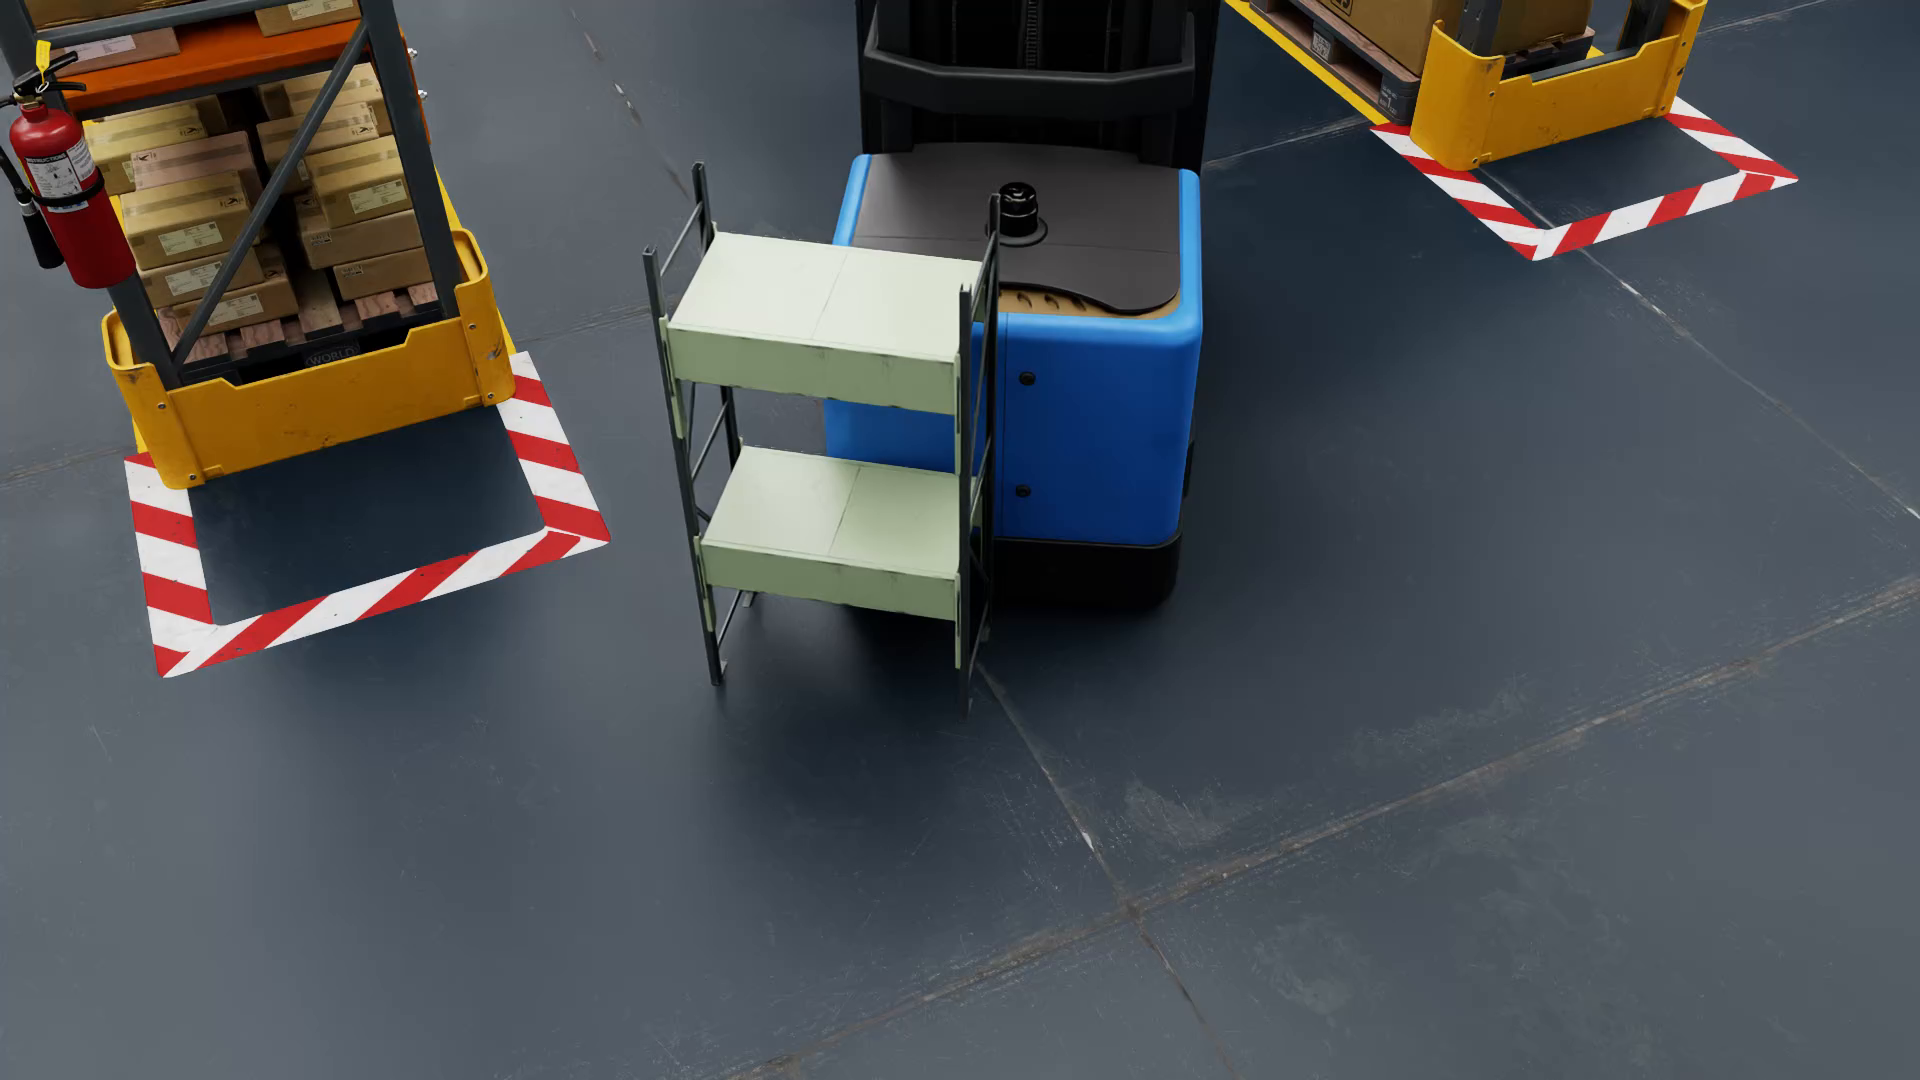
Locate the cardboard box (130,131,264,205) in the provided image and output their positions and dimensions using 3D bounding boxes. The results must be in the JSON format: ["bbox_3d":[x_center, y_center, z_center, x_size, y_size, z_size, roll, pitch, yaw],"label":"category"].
[{"bbox_3d":[-2.597,-1.236,5.674,0.380,0.149,0.250,-17,47,-17],"label":"cardboard box"}]

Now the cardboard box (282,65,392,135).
[{"bbox_3d":[-2.218,-1.569,6.011,0.380,0.149,0.250,-18,47,-18],"label":"cardboard box"}]

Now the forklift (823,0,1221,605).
[{"bbox_3d":[0.252,-1.883,5.071,1.130,2.935,3.031,4,45,4],"label":"forklift"}]

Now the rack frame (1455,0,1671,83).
[{"bbox_3d":[2.452,-2.850,6.003,1.000,3.000,0.127,-18,47,-17],"label":"rack frame"}]

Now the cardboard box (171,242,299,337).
[{"bbox_3d":[-2.502,-0.858,5.715,0.380,0.149,0.250,-17,47,-17],"label":"cardboard box"}]

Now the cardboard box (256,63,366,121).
[{"bbox_3d":[-2.397,-1.702,6.147,0.380,0.149,0.250,-20,48,-19],"label":"cardboard box"}]

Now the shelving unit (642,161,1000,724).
[{"bbox_3d":[-0.312,-0.200,4.385,0.755,1.500,0.431,8,45,8],"label":"shelving unit"}]

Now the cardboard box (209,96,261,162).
[{"bbox_3d":[-2.812,-1.474,6.128,0.380,0.149,0.250,-19,48,-18],"label":"cardboard box"}]

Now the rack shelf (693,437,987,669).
[{"bbox_3d":[-0.312,0.032,4.614,0.720,0.370,0.431,8,45,8],"label":"rack shelf"}]

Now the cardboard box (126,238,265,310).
[{"bbox_3d":[-2.572,-0.942,5.588,0.380,0.149,0.250,-19,48,-18],"label":"cardboard box"}]

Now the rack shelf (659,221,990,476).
[{"bbox_3d":[-0.312,-0.478,4.111,0.720,0.370,0.431,8,45,8],"label":"rack shelf"}]

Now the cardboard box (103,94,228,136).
[{"bbox_3d":[-2.873,-1.547,5.989,0.380,0.149,0.250,-20,48,-19],"label":"cardboard box"}]

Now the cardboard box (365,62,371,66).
[{"bbox_3d":[-2.544,-1.826,6.695,0.380,0.149,0.250,-20,48,-19],"label":"cardboard box"}]

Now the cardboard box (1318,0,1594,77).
[{"bbox_3d":[2.110,-2.627,6.991,0.875,0.875,0.875,-18,47,-17],"label":"cardboard box"}]

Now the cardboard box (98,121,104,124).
[{"bbox_3d":[-3.022,-1.599,6.254,0.380,0.149,0.250,-17,47,-17],"label":"cardboard box"}]

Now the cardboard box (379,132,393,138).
[{"bbox_3d":[-2.335,-1.616,6.271,0.380,0.149,0.250,-17,47,-16],"label":"cardboard box"}]

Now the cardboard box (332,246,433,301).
[{"bbox_3d":[-2.021,-1.013,5.871,0.380,0.149,0.250,-17,47,-17],"label":"cardboard box"}]

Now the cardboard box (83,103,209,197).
[{"bbox_3d":[-2.821,-1.363,5.803,0.380,0.149,0.250,-19,48,-18],"label":"cardboard box"}]

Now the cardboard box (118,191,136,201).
[{"bbox_3d":[-2.792,-1.273,5.923,0.380,0.149,0.250,-20,48,-19],"label":"cardboard box"}]

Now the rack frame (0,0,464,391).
[{"bbox_3d":[-2.091,-1.450,4.583,1.000,3.000,0.127,-18,47,-17],"label":"rack frame"}]

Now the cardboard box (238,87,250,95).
[{"bbox_3d":[-2.684,-1.918,6.577,0.380,0.149,0.250,-16,47,-15],"label":"cardboard box"}]

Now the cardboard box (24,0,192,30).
[{"bbox_3d":[-2.514,-1.801,4.657,0.500,0.500,0.500,-17,47,-17],"label":"cardboard box"}]

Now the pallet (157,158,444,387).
[{"bbox_3d":[-2.433,-1.034,6.147,1.003,0.211,1.213,-18,47,-17],"label":"pallet"}]

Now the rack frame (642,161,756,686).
[{"bbox_3d":[-0.671,-0.250,4.436,0.023,1.500,0.400,8,45,8],"label":"rack frame"}]

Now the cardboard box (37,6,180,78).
[{"bbox_3d":[-2.485,-1.484,4.798,0.380,0.149,0.250,-18,47,-17],"label":"cardboard box"}]

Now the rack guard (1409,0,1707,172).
[{"bbox_3d":[2.462,-1.945,6.865,1.175,0.500,0.348,-18,47,-17],"label":"rack guard"}]

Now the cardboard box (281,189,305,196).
[{"bbox_3d":[-2.326,-1.421,6.073,0.380,0.149,0.250,-17,47,-17],"label":"cardboard box"}]

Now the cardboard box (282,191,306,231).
[{"bbox_3d":[-2.316,-1.311,6.174,0.380,0.149,0.250,-18,47,-17],"label":"cardboard box"}]

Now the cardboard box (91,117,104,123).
[{"bbox_3d":[-3.036,-1.702,6.146,0.380,0.149,0.250,-16,47,-16],"label":"cardboard box"}]

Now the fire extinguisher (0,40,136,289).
[{"bbox_3d":[-2.404,-0.992,4.441,0.296,0.674,0.183,-18,47,-17],"label":"fire extinguisher"}]

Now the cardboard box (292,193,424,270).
[{"bbox_3d":[-2.079,-1.100,5.748,0.380,0.149,0.250,-16,47,-16],"label":"cardboard box"}]

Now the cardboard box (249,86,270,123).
[{"bbox_3d":[-2.533,-1.757,6.414,0.380,0.149,0.250,-20,48,-19],"label":"cardboard box"}]

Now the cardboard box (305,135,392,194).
[{"bbox_3d":[-2.142,-1.291,5.942,0.380,0.149,0.250,-18,47,-18],"label":"cardboard box"}]

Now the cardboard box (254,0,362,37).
[{"bbox_3d":[-1.930,-1.663,4.979,0.380,0.149,0.250,-18,48,-18],"label":"cardboard box"}]

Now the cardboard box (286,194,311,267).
[{"bbox_3d":[-2.205,-1.155,6.016,0.380,0.149,0.250,-18,47,-18],"label":"cardboard box"}]

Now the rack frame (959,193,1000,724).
[{"bbox_3d":[0.047,-0.151,4.335,0.023,1.500,0.400,8,45,8],"label":"rack frame"}]

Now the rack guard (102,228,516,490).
[{"bbox_3d":[-2.123,-0.608,5.510,1.175,0.500,0.348,-18,47,-17],"label":"rack guard"}]

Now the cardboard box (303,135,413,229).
[{"bbox_3d":[-2.003,-1.230,5.668,0.380,0.149,0.250,-20,48,-19],"label":"cardboard box"}]

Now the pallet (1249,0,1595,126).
[{"bbox_3d":[2.044,-2.344,7.475,1.003,0.211,1.213,-18,47,-17],"label":"pallet"}]

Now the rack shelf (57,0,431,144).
[{"bbox_3d":[-2.932,-2.468,6.128,1.077,0.370,4.000,-18,47,-17],"label":"rack shelf"}]

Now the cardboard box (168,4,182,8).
[{"bbox_3d":[-2.555,-1.654,4.969,0.380,0.149,0.250,-18,47,-17],"label":"cardboard box"}]

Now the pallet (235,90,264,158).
[{"bbox_3d":[-2.942,-1.810,6.934,1.003,0.211,1.213,-18,47,-17],"label":"pallet"}]

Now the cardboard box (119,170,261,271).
[{"bbox_3d":[-2.544,-1.059,5.494,0.380,0.149,0.250,-18,47,-17],"label":"cardboard box"}]

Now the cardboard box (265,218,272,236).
[{"bbox_3d":[-2.735,-1.186,6.047,0.380,0.149,0.250,-18,47,-18],"label":"cardboard box"}]

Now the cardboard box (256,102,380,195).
[{"bbox_3d":[-2.228,-1.370,5.810,0.380,0.149,0.250,-17,47,-17],"label":"cardboard box"}]

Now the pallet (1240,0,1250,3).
[{"bbox_3d":[1.535,-3.120,8.262,1.003,0.211,1.213,-18,47,-17],"label":"pallet"}]

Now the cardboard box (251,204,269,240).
[{"bbox_3d":[-2.633,-1.125,5.773,0.380,0.149,0.250,-19,48,-18],"label":"cardboard box"}]

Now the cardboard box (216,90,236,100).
[{"bbox_3d":[-3.149,-1.847,6.717,0.380,0.149,0.250,-17,47,-16],"label":"cardboard box"}]
